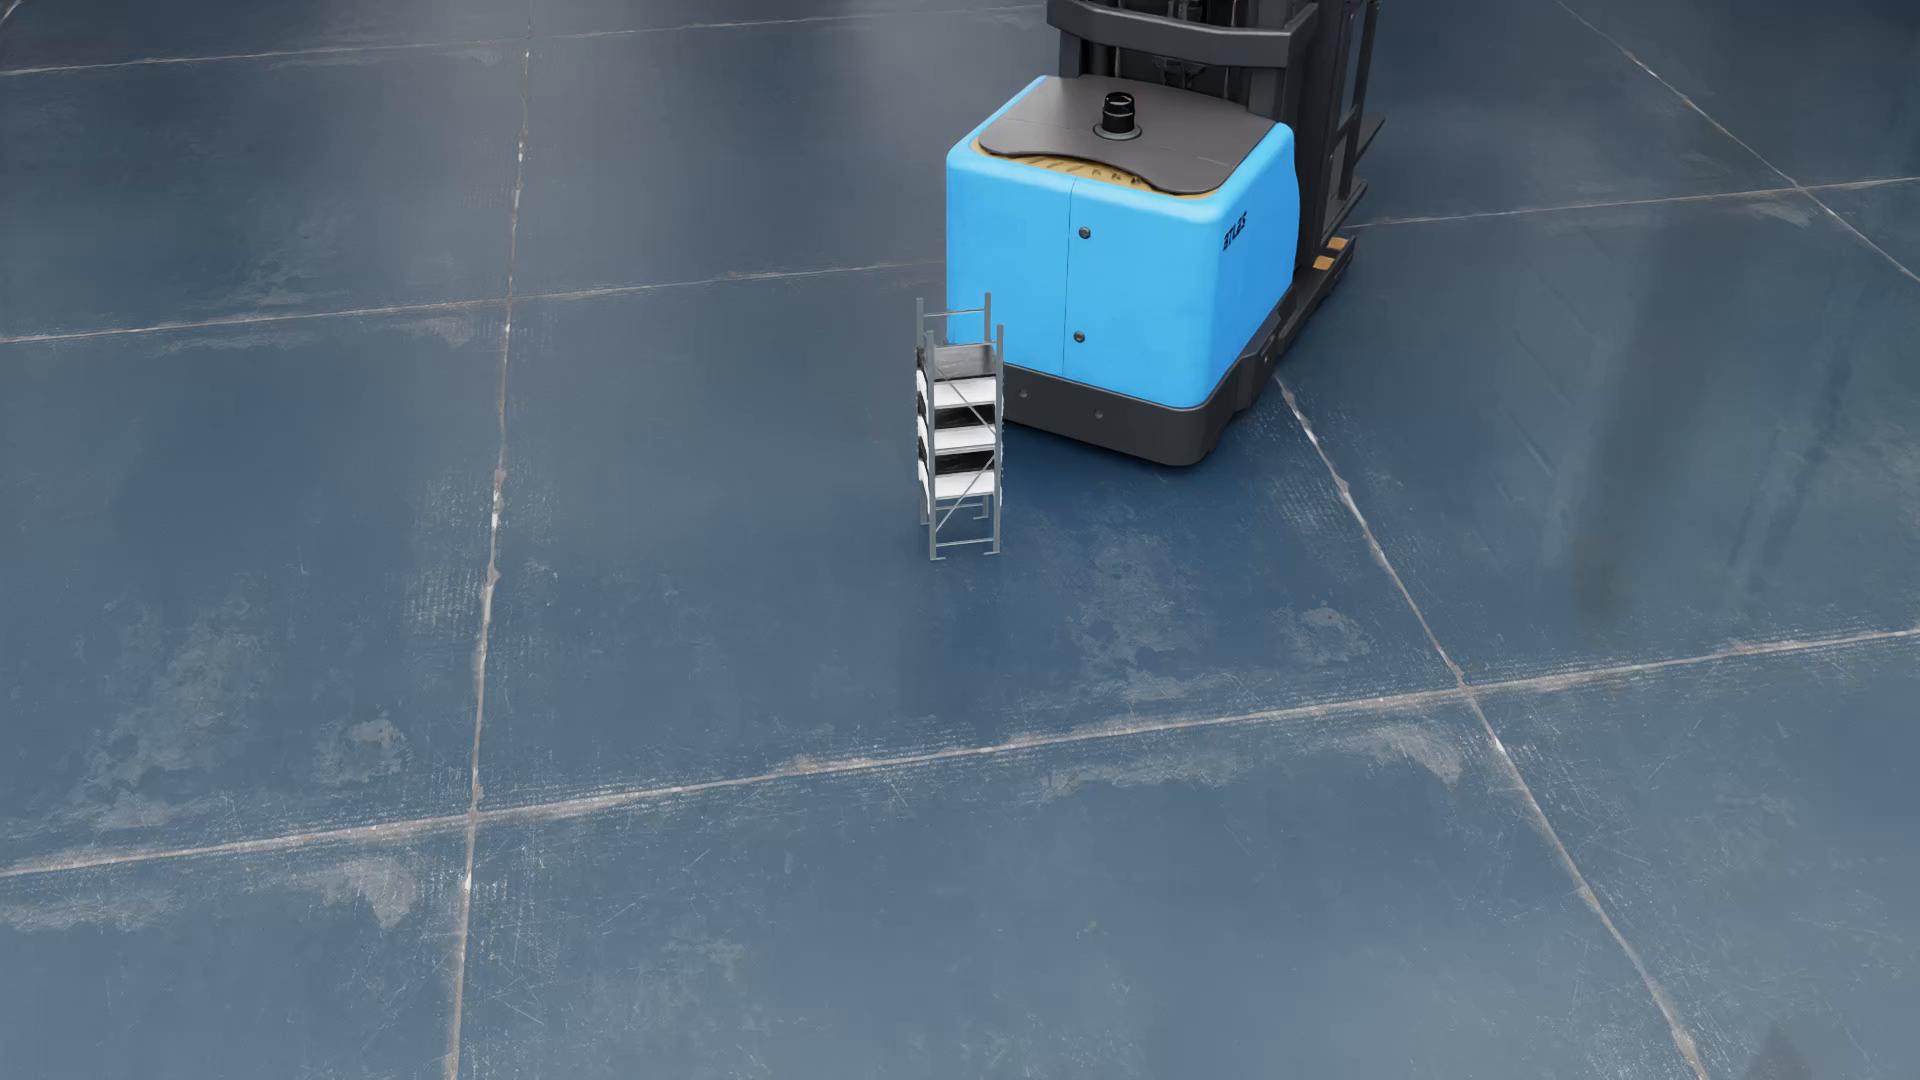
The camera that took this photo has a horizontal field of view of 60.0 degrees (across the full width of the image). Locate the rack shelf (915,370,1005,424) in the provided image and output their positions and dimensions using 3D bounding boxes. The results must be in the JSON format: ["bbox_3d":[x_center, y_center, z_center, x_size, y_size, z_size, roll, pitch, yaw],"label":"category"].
[{"bbox_3d":[-0.001,-0.476,5.390,0.258,0.077,0.200,-6,38,-8],"label":"rack shelf"}]

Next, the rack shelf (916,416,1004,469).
[{"bbox_3d":[-0.001,-0.334,5.501,0.258,0.077,0.200,-6,38,-8],"label":"rack shelf"}]

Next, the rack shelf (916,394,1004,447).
[{"bbox_3d":[-0.001,-0.405,5.445,0.258,0.077,0.200,-6,38,-8],"label":"rack shelf"}]

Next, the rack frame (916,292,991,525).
[{"bbox_3d":[-0.019,-0.422,5.559,0.240,0.900,0.006,-6,38,-8],"label":"rack frame"}]

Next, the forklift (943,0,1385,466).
[{"bbox_3d":[1.061,-2.315,6.340,1.130,2.935,3.031,18,41,21],"label":"forklift"}]

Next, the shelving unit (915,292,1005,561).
[{"bbox_3d":[-0.001,-0.360,5.480,0.258,0.900,0.210,-6,38,-8],"label":"shelving unit"}]

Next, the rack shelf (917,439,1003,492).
[{"bbox_3d":[-0.001,-0.263,5.556,0.258,0.077,0.200,-6,38,-8],"label":"rack shelf"}]

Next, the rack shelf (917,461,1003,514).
[{"bbox_3d":[-0.001,-0.192,5.611,0.258,0.077,0.200,-6,38,-8],"label":"rack shelf"}]

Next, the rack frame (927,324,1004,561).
[{"bbox_3d":[0.016,-0.299,5.401,0.240,0.900,0.006,-6,38,-8],"label":"rack frame"}]

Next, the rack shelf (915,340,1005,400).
[{"bbox_3d":[-0.001,-0.547,5.335,0.258,0.077,0.200,-6,38,-8],"label":"rack shelf"}]
